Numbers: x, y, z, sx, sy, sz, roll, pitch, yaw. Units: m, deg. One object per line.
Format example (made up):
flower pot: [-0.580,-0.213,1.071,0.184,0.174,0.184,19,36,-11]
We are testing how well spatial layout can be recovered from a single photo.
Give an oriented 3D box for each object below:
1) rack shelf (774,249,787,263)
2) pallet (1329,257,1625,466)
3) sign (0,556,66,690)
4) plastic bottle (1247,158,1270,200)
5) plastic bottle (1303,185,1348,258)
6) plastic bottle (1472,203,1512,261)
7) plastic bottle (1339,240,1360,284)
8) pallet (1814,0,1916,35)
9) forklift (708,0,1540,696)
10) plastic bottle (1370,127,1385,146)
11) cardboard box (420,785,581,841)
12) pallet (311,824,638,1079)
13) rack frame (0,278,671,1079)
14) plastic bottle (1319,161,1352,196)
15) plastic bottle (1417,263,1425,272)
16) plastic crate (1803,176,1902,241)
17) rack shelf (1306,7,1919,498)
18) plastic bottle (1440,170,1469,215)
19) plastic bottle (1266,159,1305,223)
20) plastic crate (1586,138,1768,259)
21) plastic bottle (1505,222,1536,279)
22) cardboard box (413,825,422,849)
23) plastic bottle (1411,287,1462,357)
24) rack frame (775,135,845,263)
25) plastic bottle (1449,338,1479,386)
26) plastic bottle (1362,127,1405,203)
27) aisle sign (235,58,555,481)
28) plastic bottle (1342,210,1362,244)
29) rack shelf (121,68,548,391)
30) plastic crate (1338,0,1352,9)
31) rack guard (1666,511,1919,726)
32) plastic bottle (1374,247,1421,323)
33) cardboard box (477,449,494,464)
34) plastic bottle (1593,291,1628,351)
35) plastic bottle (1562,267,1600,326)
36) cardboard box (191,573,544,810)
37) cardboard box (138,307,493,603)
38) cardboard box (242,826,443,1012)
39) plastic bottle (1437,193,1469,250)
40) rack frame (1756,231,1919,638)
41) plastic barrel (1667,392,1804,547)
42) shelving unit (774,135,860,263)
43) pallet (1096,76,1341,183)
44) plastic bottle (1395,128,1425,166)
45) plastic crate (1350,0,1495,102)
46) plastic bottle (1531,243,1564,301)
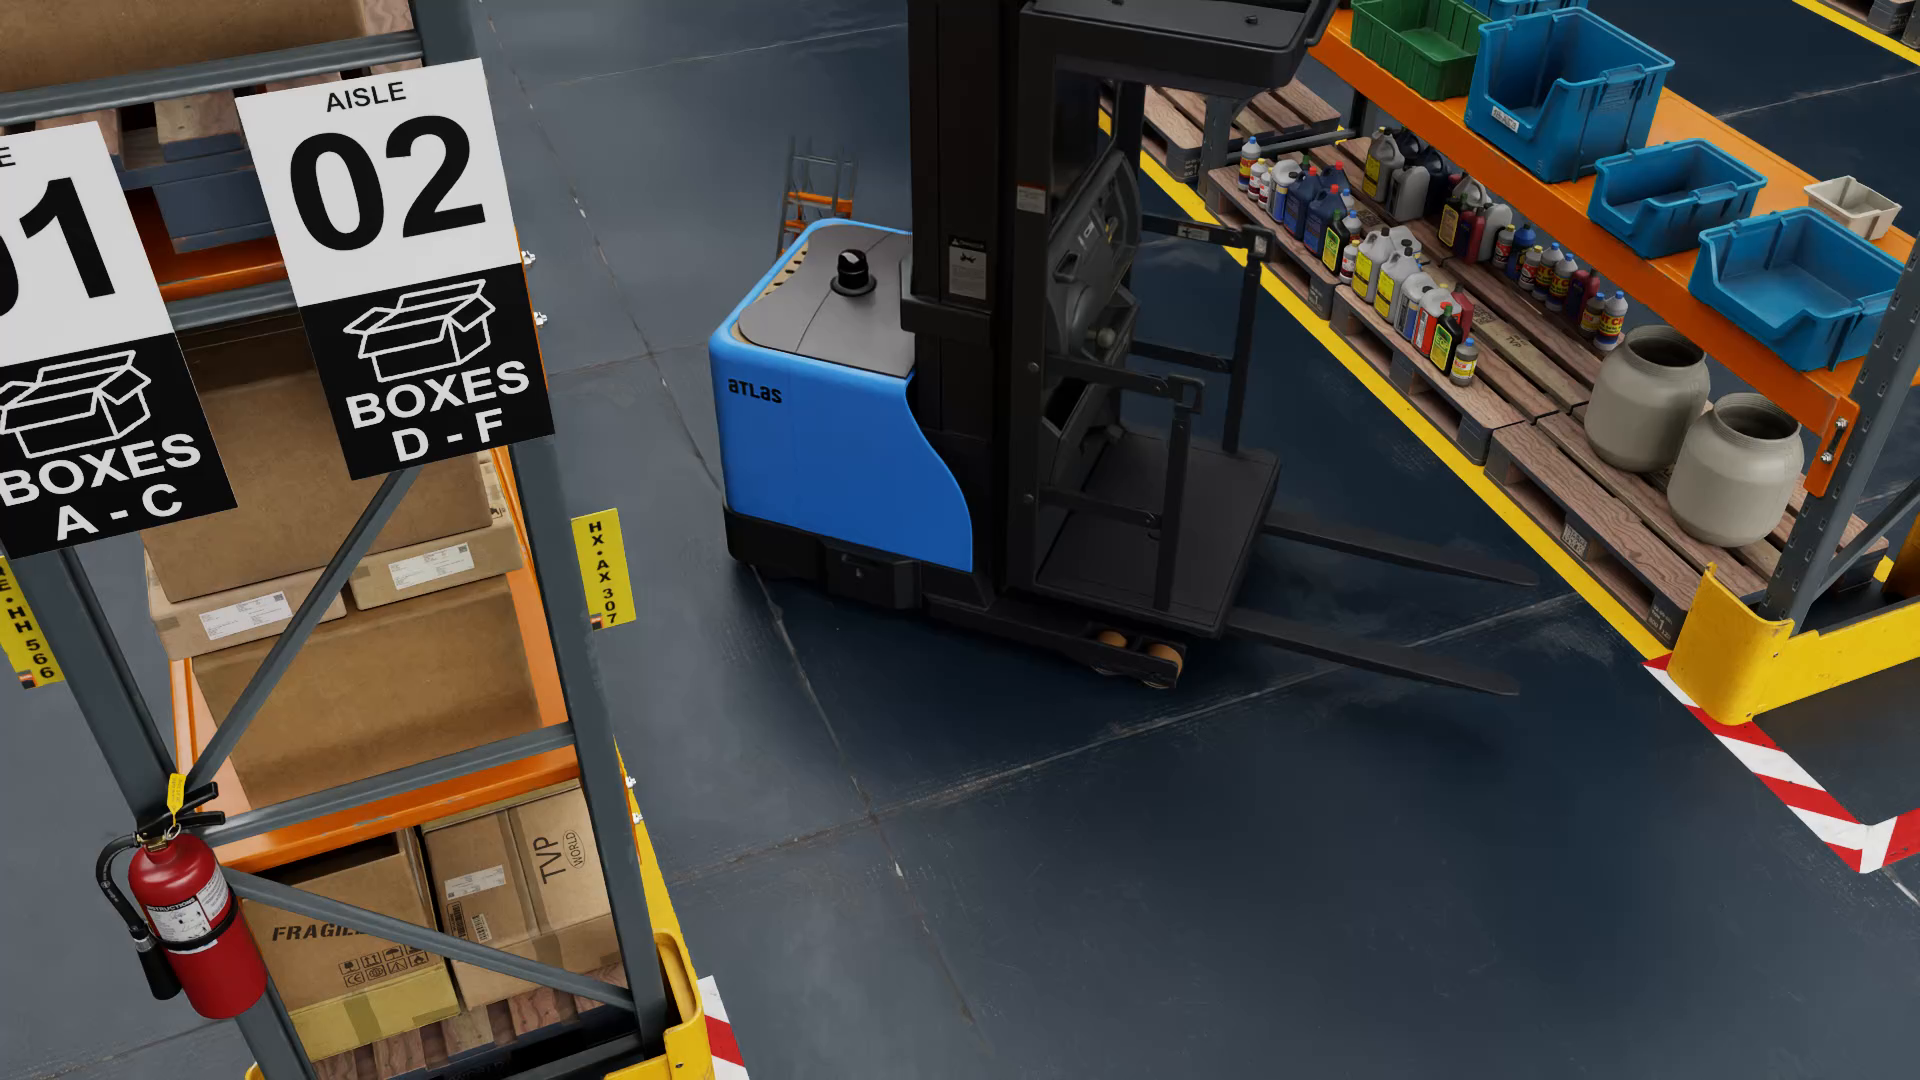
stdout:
rack shelf: [-0.643,-1.184,7.134,0.258,0.103,0.180,13,15,15]
pallet: [2.442,-0.874,7.604,1.003,0.211,1.213,-15,43,-17]
sign: [-1.801,0.159,3.194,0.100,0.325,0.005,-15,43,-17]
plastic bottle: [1.509,-1.825,8.381,0.097,0.201,0.097,0,41,0]
plastic bottle: [1.750,-1.541,7.936,0.144,0.351,0.185,-17,43,-19]
plastic bottle: [2.521,-1.491,7.935,0.152,0.276,0.135,-14,43,-16]
plastic bottle: [1.837,-1.308,7.779,0.097,0.201,0.097,0,41,0]
pallet: [6.030,-3.729,10.924,1.003,0.211,1.213,-15,43,-17]
forklift: [0.648,-0.960,5.618,3.031,2.935,1.130,14,43,16]
plastic bottle: [2.179,-2.047,8.639,0.097,0.201,0.097,0,41,0]
cardboard box: [-1.489,0.766,5.346,0.500,0.250,0.500,-15,43,-17]
pallet: [-1.626,1.168,5.230,1.003,0.211,1.213,-15,43,-17]
rack frame: [-1.295,0.561,3.797,1.000,3.000,0.127,-15,43,-17]
plastic bottle: [1.811,-1.691,8.110,0.144,0.351,0.185,-15,43,-17]
plastic bottle: [2.079,-1.173,7.622,0.097,0.201,0.097,0,41,0]
plastic crate: [3.238,-1.192,6.037,0.298,0.136,0.250,-15,43,-17]
rack shelf: [2.518,-1.604,6.867,1.077,0.370,4.000,-15,43,-17]
plastic bottle: [2.440,-1.699,8.172,0.061,0.283,0.133,-12,42,-14]
plastic bottle: [1.619,-1.727,8.209,0.152,0.276,0.135,-14,43,-15]
plastic crate: [2.572,-1.235,6.000,0.499,0.251,0.408,-15,43,-17]
plastic bottle: [2.630,-1.363,7.790,0.097,0.271,0.097,0,41,0]
cardboard box: [-1.975,0.897,5.193,0.500,0.250,0.500,-15,43,-17]
plastic bottle: [2.104,-0.962,7.320,0.152,0.276,0.135,-15,43,-17]
rack frame: [-0.682,-1.093,7.068,0.240,1.200,0.006,13,15,15]
plastic bottle: [2.176,-0.775,7.160,0.097,0.201,0.097,0,41,0]
plastic bottle: [2.132,-1.892,8.344,0.144,0.351,0.185,-15,43,-17]
aisle sign: [-0.986,-0.461,2.992,0.394,0.787,0.004,-15,43,-17]
plastic bottle: [1.841,-1.432,7.869,0.097,0.271,0.097,0,41,0]
rack shelf: [-2.060,-1.508,4.454,1.077,0.370,4.000,-15,43,-17]
plastic crate: [1.836,-2.711,7.650,0.767,0.338,0.504,-15,43,-17]
rack guard: [3.211,0.241,6.086,1.175,0.500,0.348,-15,43,-17]
plastic bottle: [1.984,-1.173,7.507,0.144,0.351,0.185,-13,42,-15]
cardboard box: [-1.349,-0.171,4.074,0.380,0.149,0.250,-16,43,-18]
plastic bottle: [2.877,-0.975,7.338,0.097,0.271,0.097,0,41,0]
plastic bottle: [2.808,-1.120,7.498,0.061,0.283,0.133,-14,43,-16]
cardboard box: [-1.461,0.239,4.095,0.700,0.500,0.500,-15,43,-17]
cardboard box: [-1.482,-0.285,3.709,0.700,0.500,0.500,-15,43,-17]
cardboard box: [-1.775,0.911,4.601,0.500,0.500,0.500,-15,43,-17]
plastic bottle: [2.378,-1.552,8.000,0.061,0.283,0.133,-15,43,-17]
rack frame: [3.283,-0.672,5.231,1.000,3.000,0.127,-15,43,-17]
plastic barrel: [2.961,-0.266,6.344,0.421,0.512,0.421,0,41,0]
shelving unit: [-0.655,-1.112,7.153,0.258,1.200,0.189,13,15,15]
pallet: [1.416,-2.488,9.481,1.003,0.211,1.213,-15,43,-17]
plastic bottle: [2.265,-1.928,8.386,0.144,0.351,0.185,-16,43,-18]
plastic crate: [2.011,-2.113,7.070,0.450,0.188,0.662,-15,43,-17]
plastic bottle: [2.708,-1.241,7.648,0.097,0.271,0.097,0,41,0]
